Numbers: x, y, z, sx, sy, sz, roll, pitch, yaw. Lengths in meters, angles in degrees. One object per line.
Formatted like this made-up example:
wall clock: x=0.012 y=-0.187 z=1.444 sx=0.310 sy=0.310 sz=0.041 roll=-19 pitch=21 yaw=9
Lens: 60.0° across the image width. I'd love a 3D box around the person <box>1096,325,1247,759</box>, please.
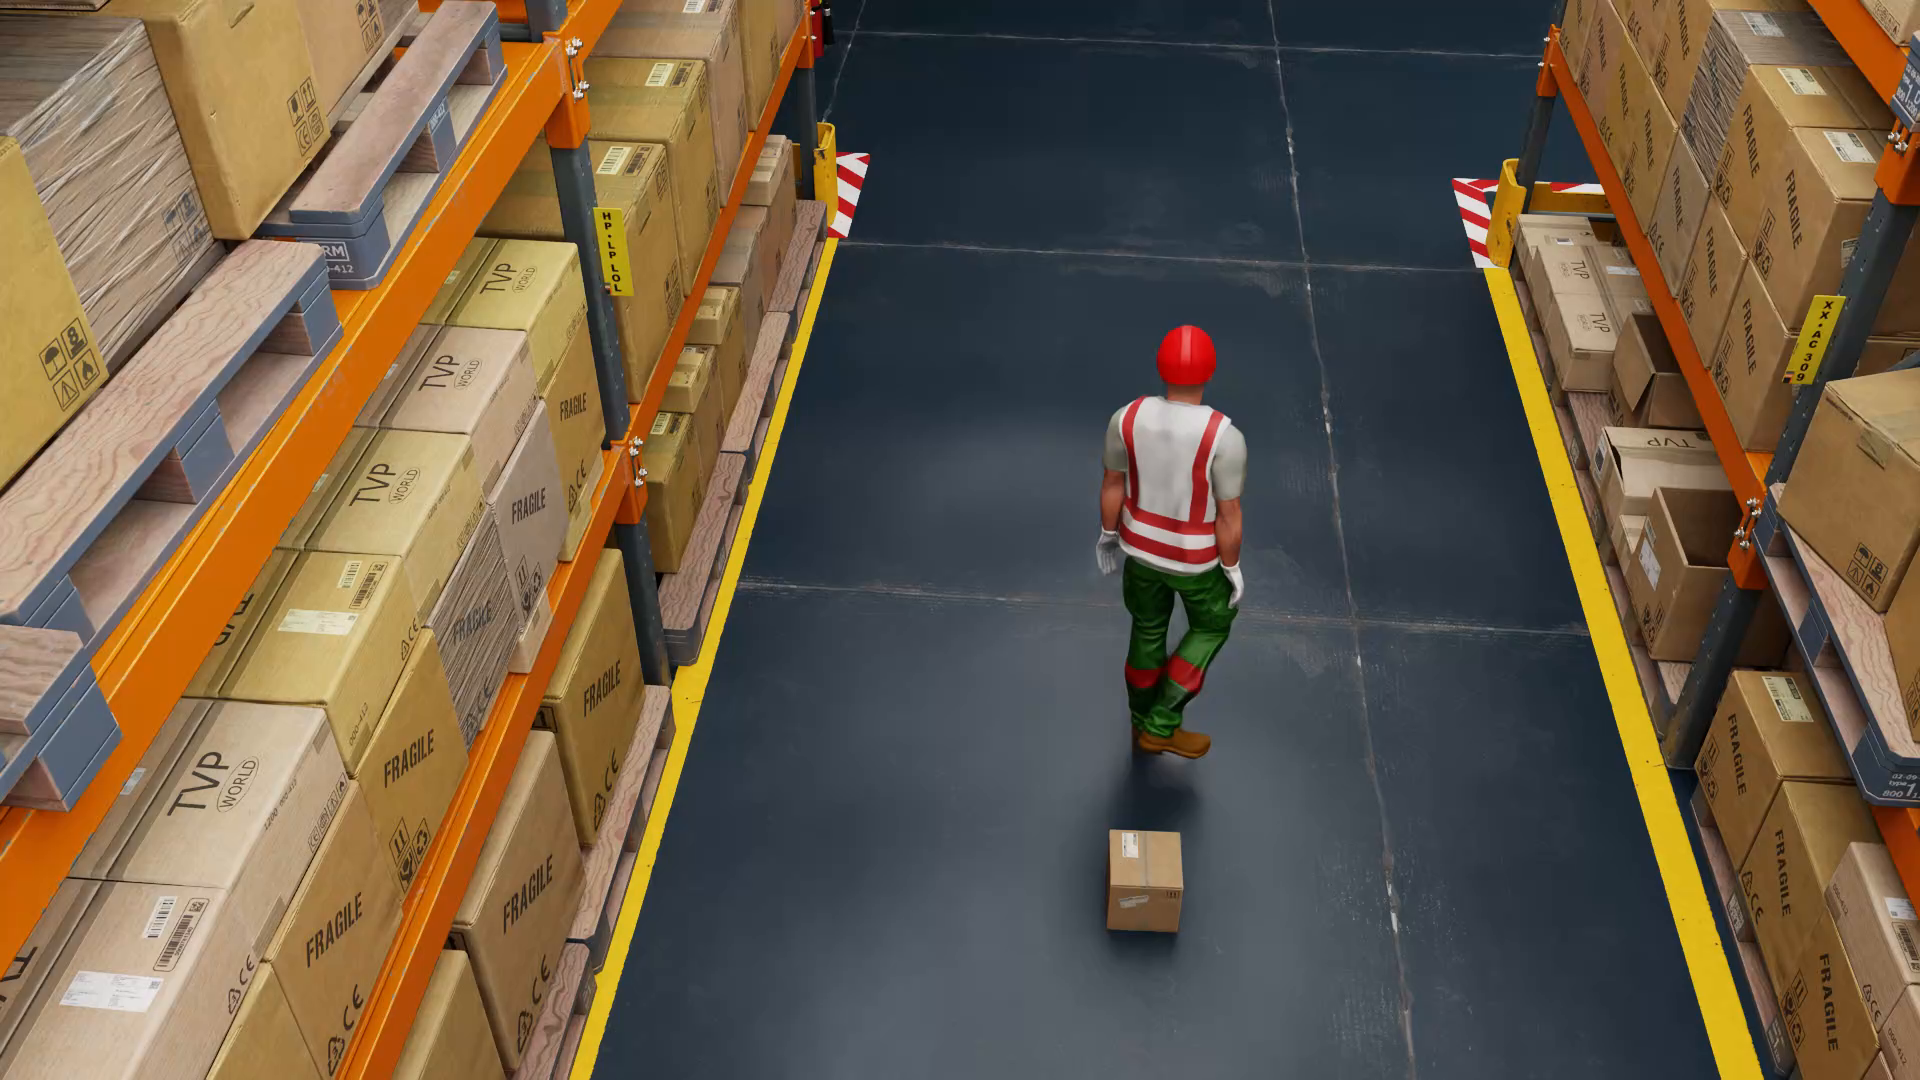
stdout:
person: x=0.757 y=0.064 z=6.055 sx=0.589 sy=1.782 sz=0.568 roll=20 pitch=44 yaw=22
